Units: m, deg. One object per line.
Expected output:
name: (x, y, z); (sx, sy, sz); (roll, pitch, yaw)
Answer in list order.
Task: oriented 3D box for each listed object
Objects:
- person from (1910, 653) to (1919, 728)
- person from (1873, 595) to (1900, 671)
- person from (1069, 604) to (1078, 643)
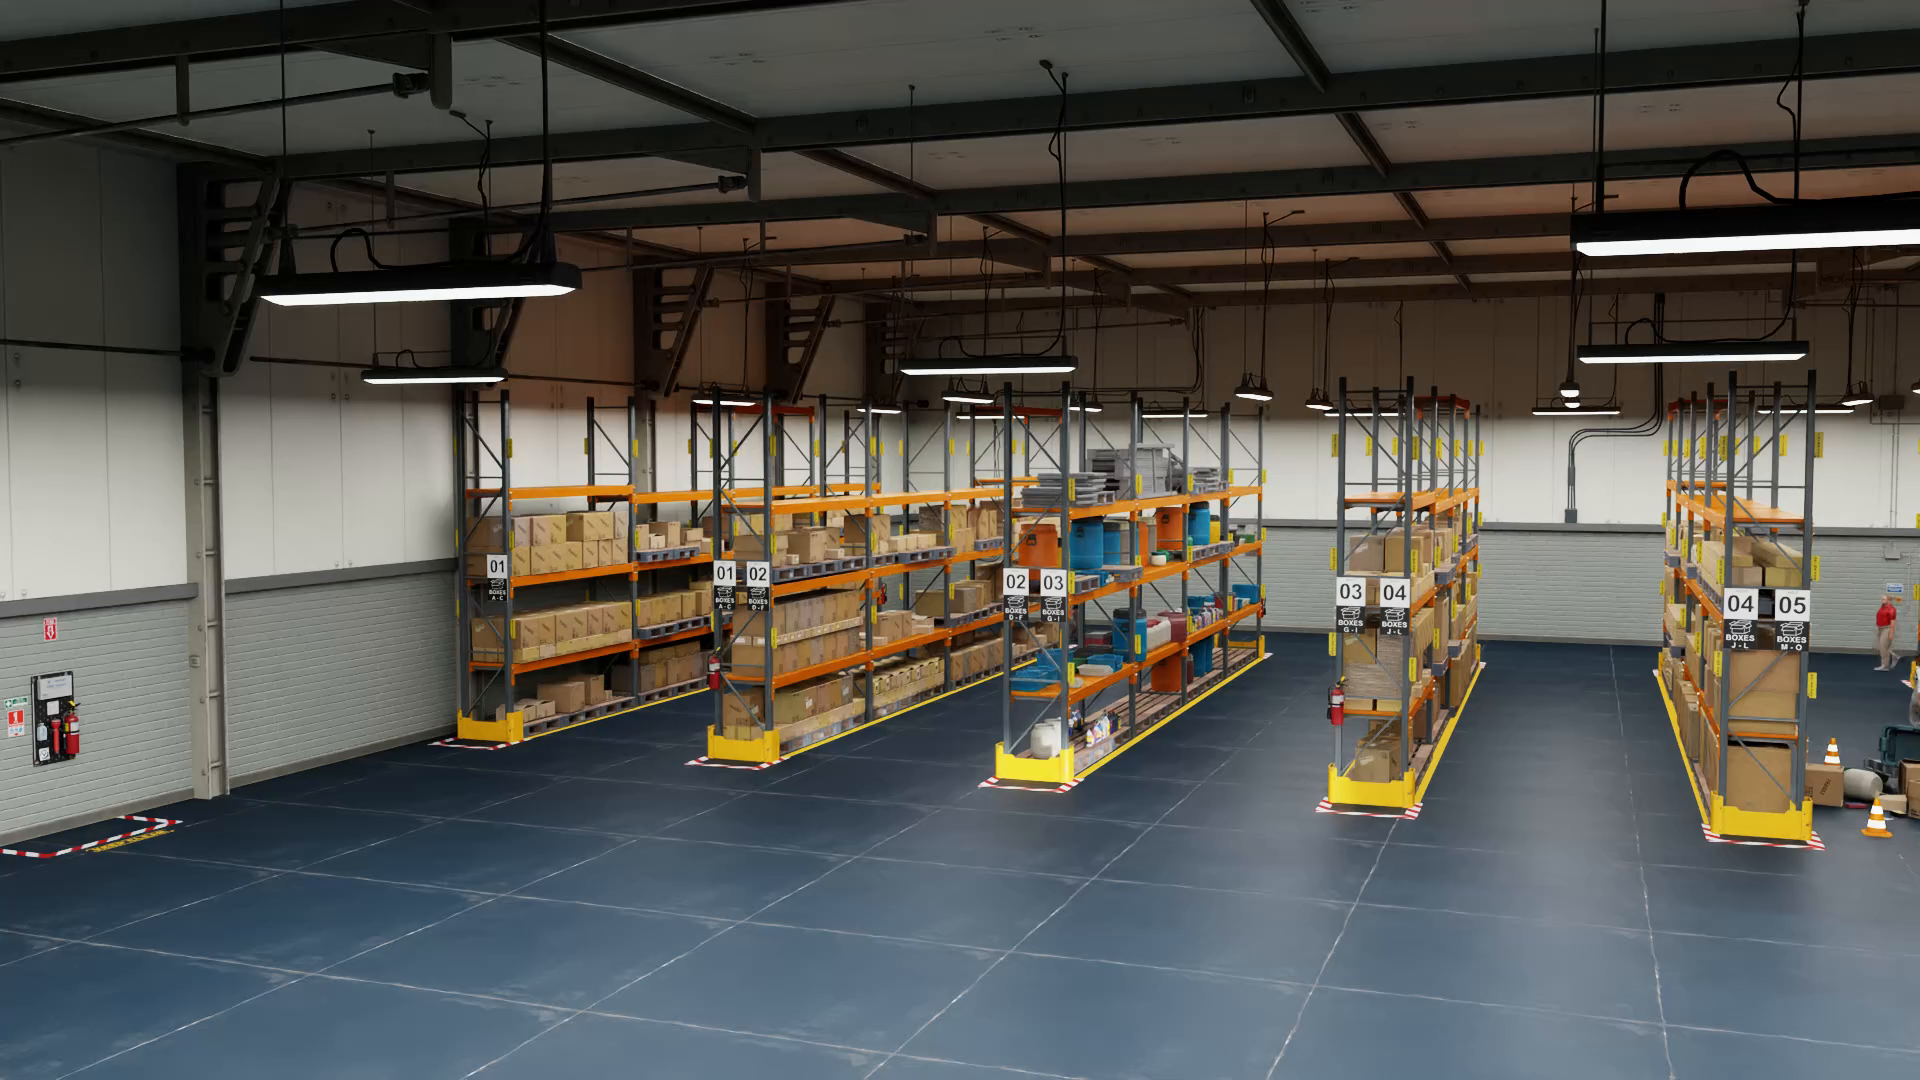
person: (16.157, 2.690, 27.827); (0.409, 1.616, 0.630); (0, 3, 5)
person: (20.830, 2.075, 37.310); (0.617, 1.710, 0.529); (0, 3, 5)
person: (2.991, 1.784, 42.645); (0.469, 1.707, 0.575); (2, 4, 30)
